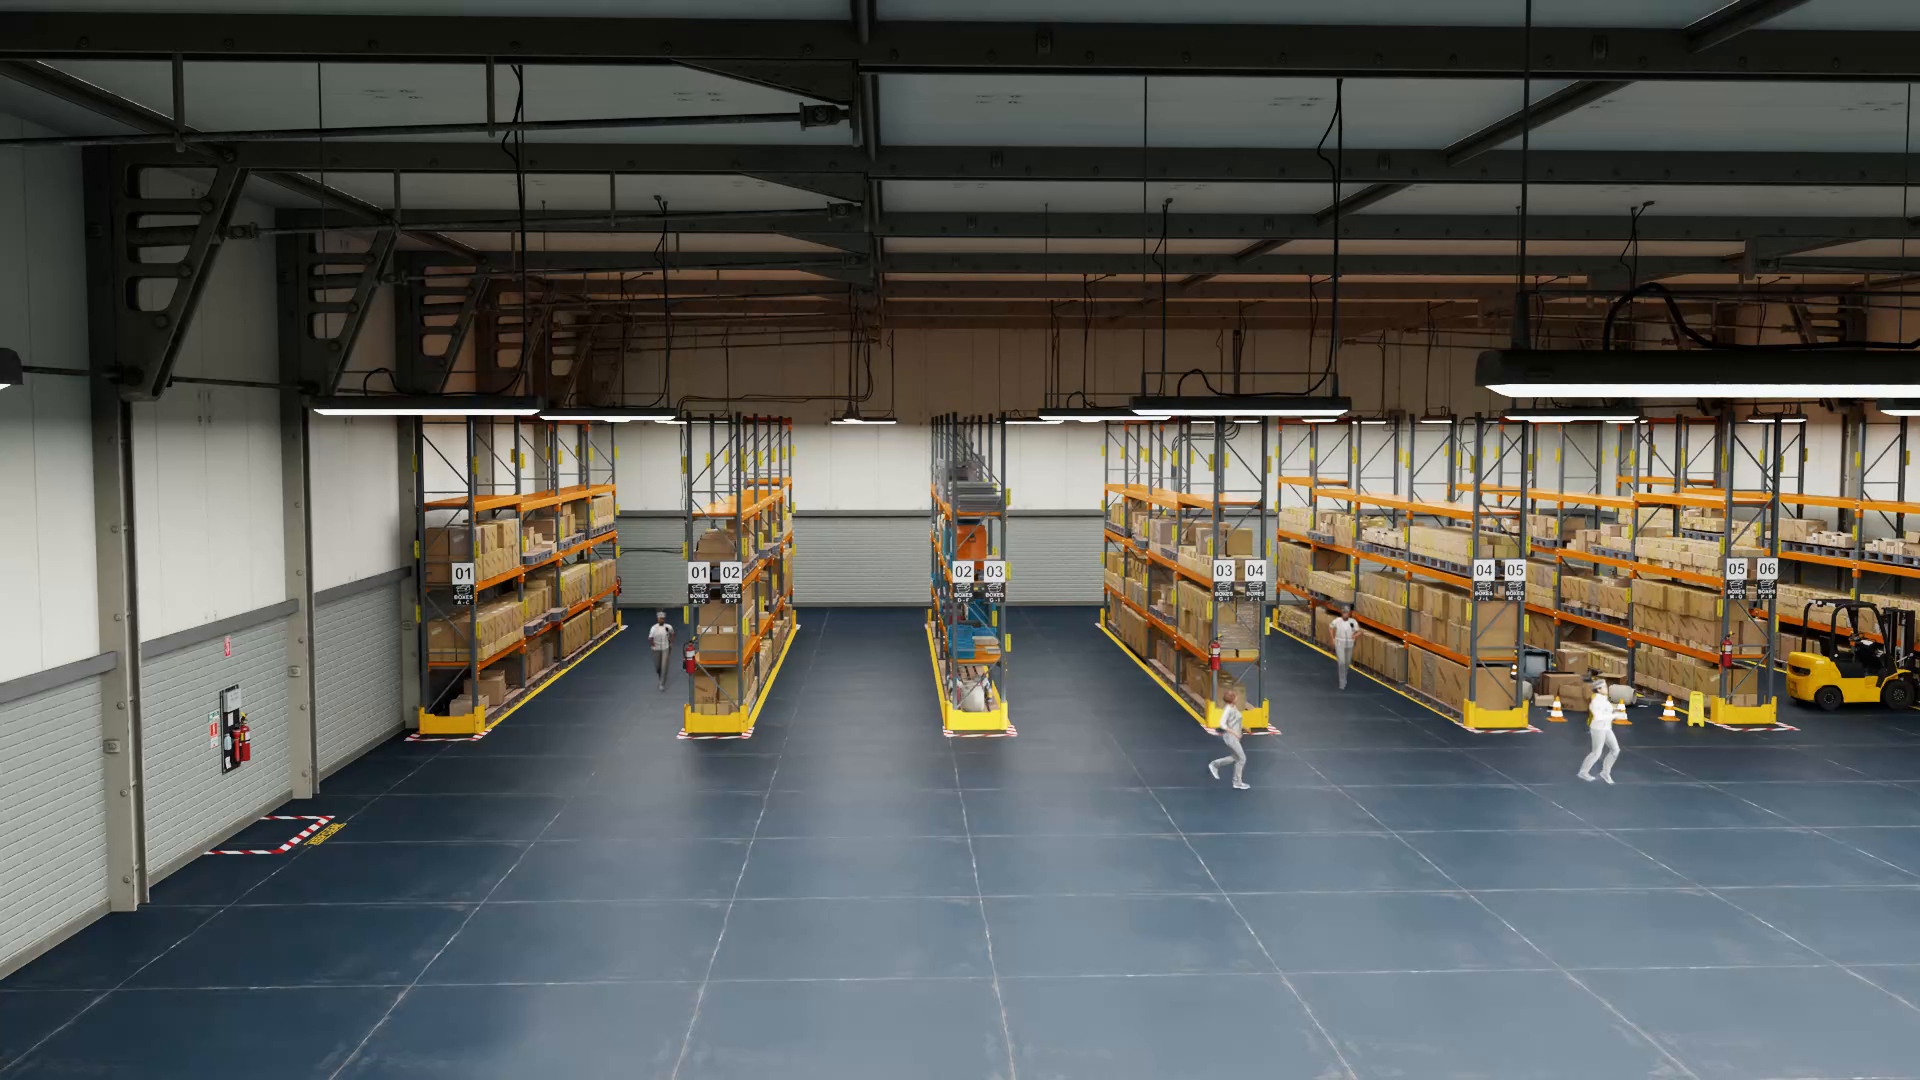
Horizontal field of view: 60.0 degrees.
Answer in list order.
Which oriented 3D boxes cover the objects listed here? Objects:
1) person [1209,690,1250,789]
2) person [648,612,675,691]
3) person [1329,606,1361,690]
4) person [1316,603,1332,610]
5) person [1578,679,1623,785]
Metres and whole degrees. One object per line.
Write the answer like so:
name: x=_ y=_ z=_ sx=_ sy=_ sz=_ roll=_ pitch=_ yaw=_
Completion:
person: x=4.265 y=3.151 z=26.335 sx=0.680 sy=1.553 sz=0.542 roll=1 pitch=4 yaw=20
person: x=-6.523 y=2.410 z=36.381 sx=0.579 sy=1.692 sz=0.851 roll=0 pitch=4 yaw=-7
person: x=8.480 y=2.349 z=36.603 sx=0.650 sy=1.826 sz=0.851 roll=0 pitch=4 yaw=-1
person: x=10.568 y=1.577 z=48.577 sx=0.722 sy=1.681 sz=0.905 roll=-3 pitch=5 yaw=-36
person: x=10.270 y=3.069 z=26.605 sx=0.684 sy=1.734 sz=0.592 roll=3 pitch=5 yaw=37
